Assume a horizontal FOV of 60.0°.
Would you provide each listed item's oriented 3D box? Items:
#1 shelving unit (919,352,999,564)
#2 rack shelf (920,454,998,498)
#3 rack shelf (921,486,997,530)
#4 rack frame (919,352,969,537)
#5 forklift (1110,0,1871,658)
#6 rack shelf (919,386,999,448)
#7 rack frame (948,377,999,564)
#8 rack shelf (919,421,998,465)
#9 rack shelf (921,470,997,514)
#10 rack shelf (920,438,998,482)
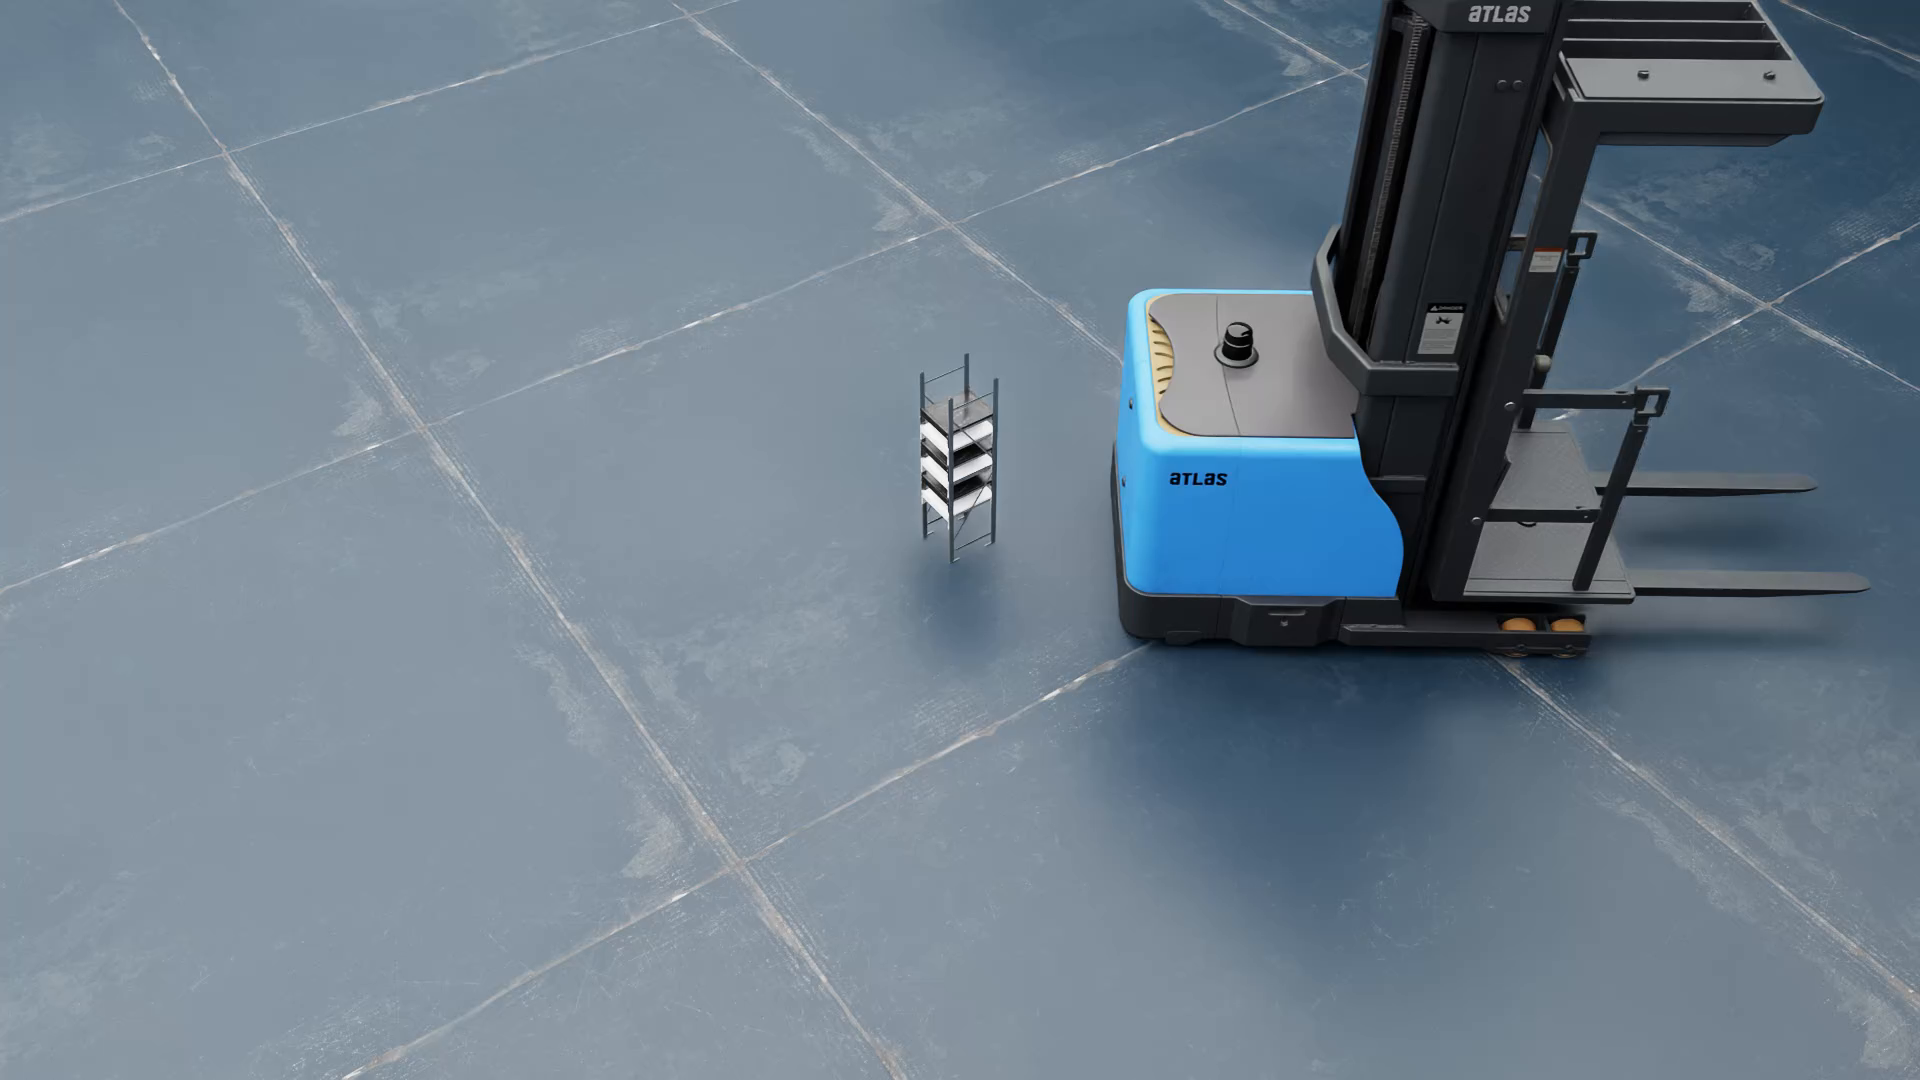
[{"bbox_3d":[-0.005,-0.330,6.935,0.258,0.900,0.210,-26,49,-24],"label":"shelving unit"},{"bbox_3d":[-0.005,-0.306,6.958,0.258,0.077,0.200,-26,49,-24],"label":"rack shelf"},{"bbox_3d":[-0.005,-0.176,7.082,0.258,0.077,0.200,-26,49,-24],"label":"rack shelf"},{"bbox_3d":[-0.063,-0.388,6.995,0.240,0.900,0.006,-26,49,-24],"label":"rack frame"},{"bbox_3d":[2.176,-0.956,6.120,3.031,2.935,1.130,1,44,1],"label":"forklift"},{"bbox_3d":[-0.005,-0.501,6.772,0.258,0.077,0.200,-26,49,-24],"label":"rack shelf"},{"bbox_3d":[0.054,-0.273,6.875,0.240,0.900,0.006,-26,49,-24],"label":"rack frame"},{"bbox_3d":[-0.005,-0.436,6.834,0.258,0.077,0.200,-26,49,-24],"label":"rack shelf"},{"bbox_3d":[-0.005,-0.241,7.020,0.258,0.077,0.200,-26,49,-24],"label":"rack shelf"},{"bbox_3d":[-0.005,-0.371,6.896,0.258,0.077,0.200,-26,49,-24],"label":"rack shelf"}]
